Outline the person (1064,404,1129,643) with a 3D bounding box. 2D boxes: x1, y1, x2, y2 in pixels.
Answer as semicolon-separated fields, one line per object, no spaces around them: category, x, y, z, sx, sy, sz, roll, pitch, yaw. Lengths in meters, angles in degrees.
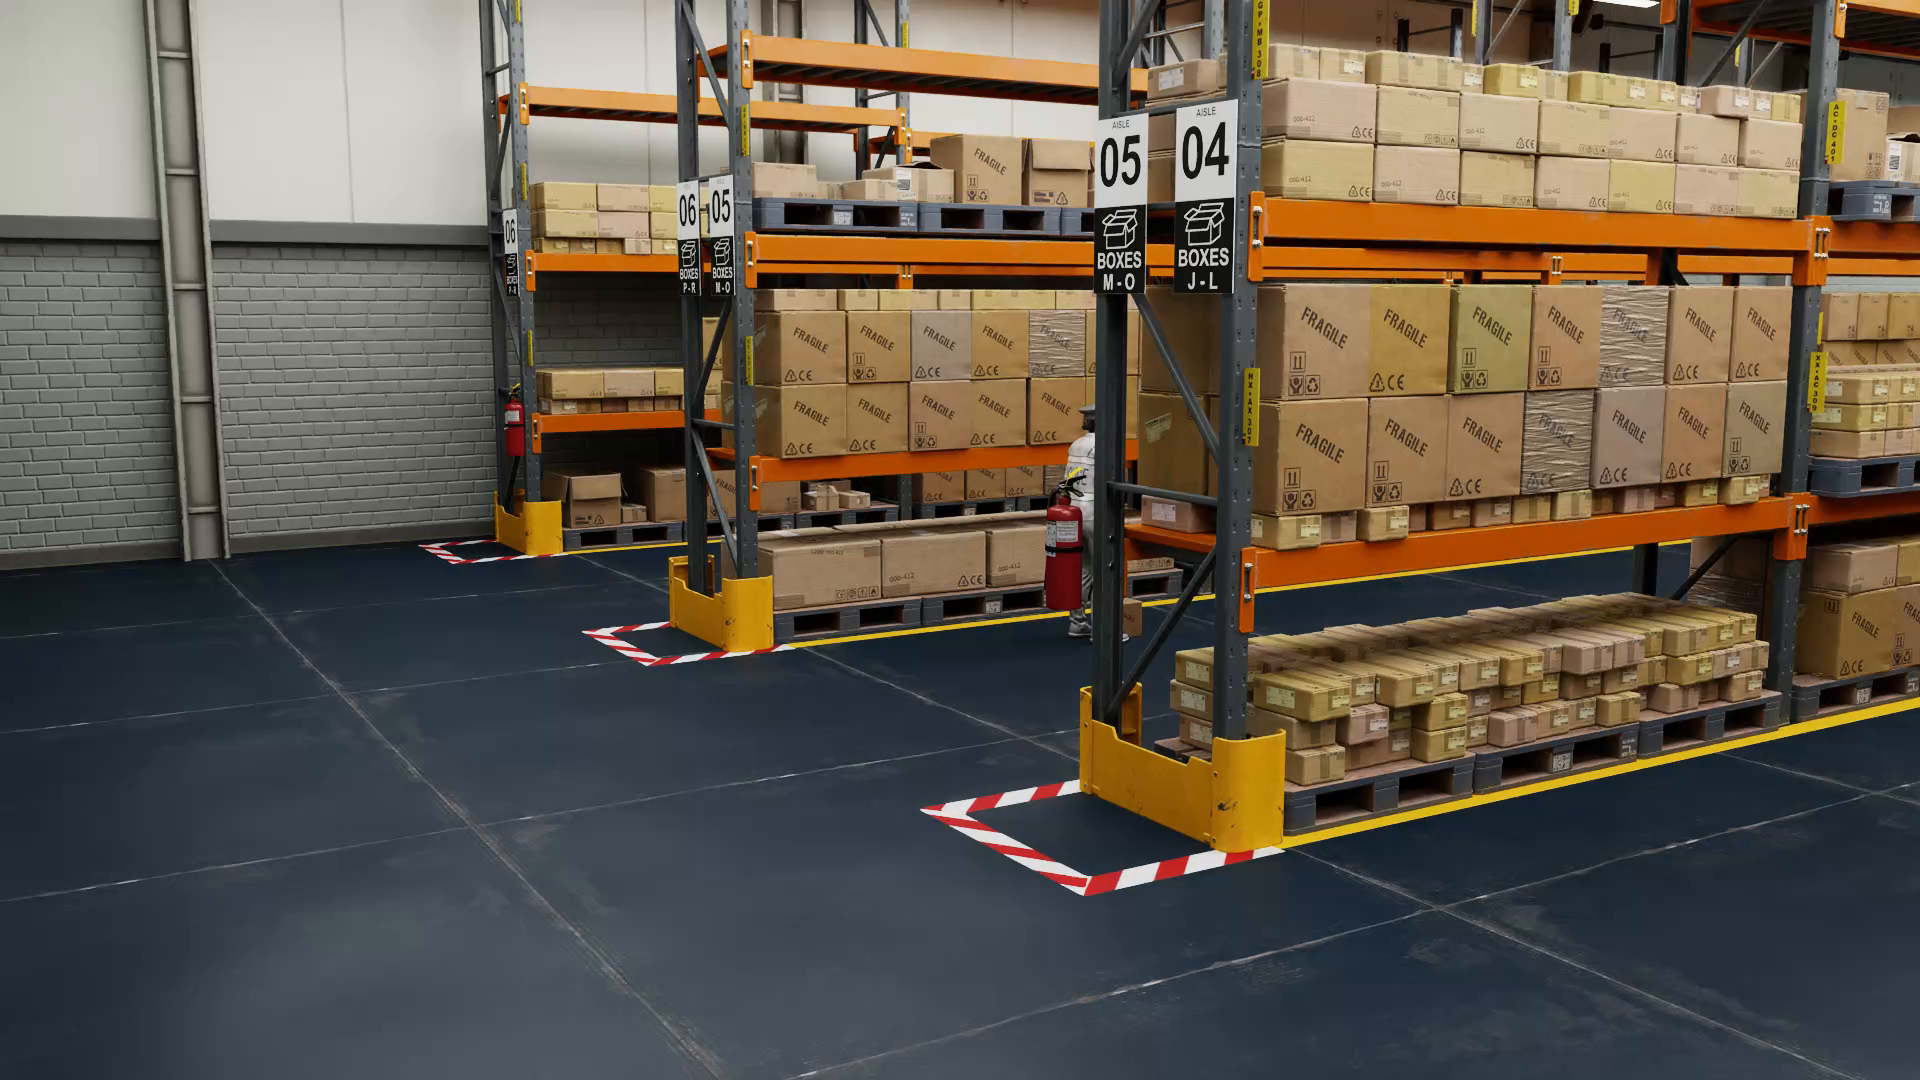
person;0.926;-0.123;11.662;0.372;1.663;0.528;-5;10;-33
